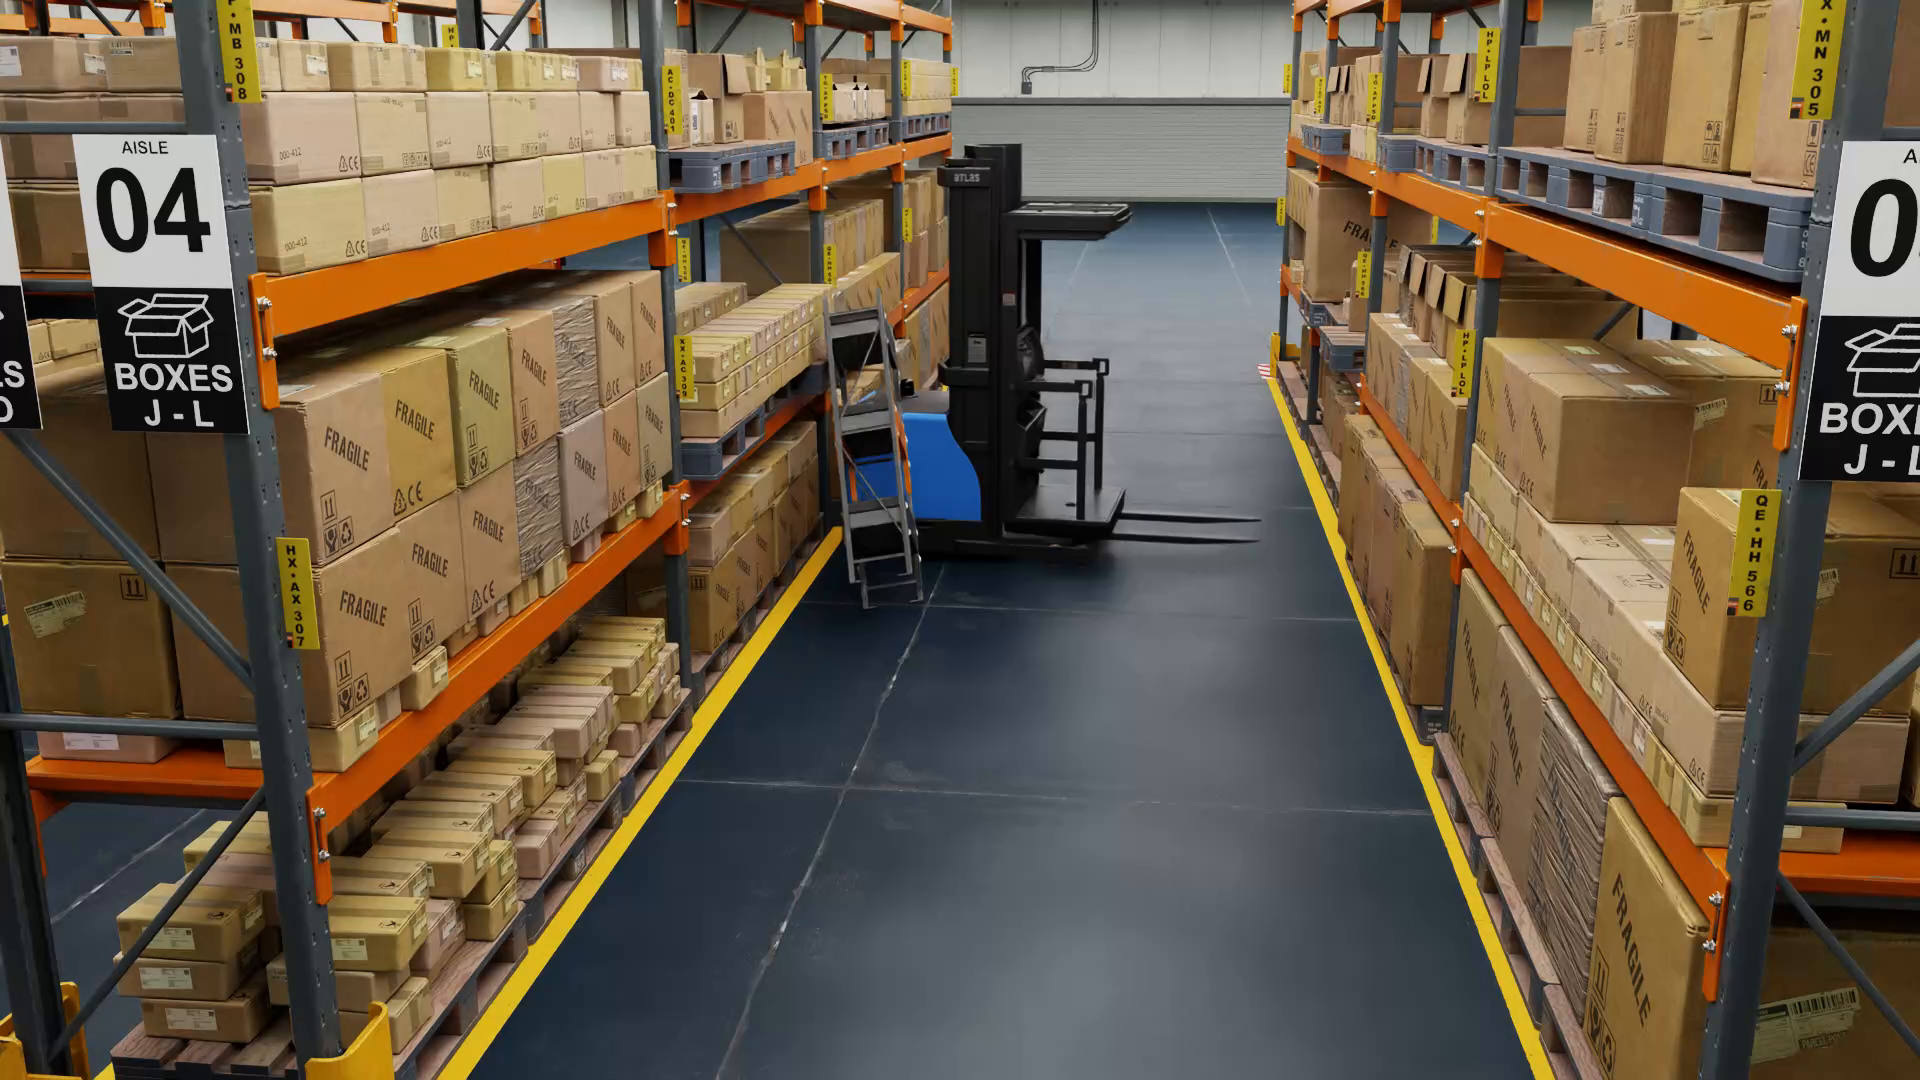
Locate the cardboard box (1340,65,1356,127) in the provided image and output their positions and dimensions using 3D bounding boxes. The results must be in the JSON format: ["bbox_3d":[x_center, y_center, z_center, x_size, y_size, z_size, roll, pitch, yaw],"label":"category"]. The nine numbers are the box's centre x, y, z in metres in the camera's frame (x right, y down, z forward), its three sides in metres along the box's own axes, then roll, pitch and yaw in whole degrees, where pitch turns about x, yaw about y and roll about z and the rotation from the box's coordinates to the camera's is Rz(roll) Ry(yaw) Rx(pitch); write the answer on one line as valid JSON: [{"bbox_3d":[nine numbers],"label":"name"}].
[{"bbox_3d":[3.603,-3.723,13.933,0.797,0.503,0.637,2,15,9],"label":"cardboard box"}]

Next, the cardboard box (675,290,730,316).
[{"bbox_3d":[-1.812,-1.641,11.523,0.380,0.149,0.250,2,15,6],"label":"cardboard box"}]

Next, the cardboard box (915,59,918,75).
[{"bbox_3d":[-0.621,-4.737,16.643,0.380,0.149,0.250,2,15,6],"label":"cardboard box"}]

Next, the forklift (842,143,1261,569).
[{"bbox_3d":[0.699,-1.357,12.067,3.031,2.935,1.130,3,15,11],"label":"forklift"}]

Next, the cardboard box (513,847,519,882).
[{"bbox_3d":[-1.992,1.335,6.636,0.380,0.149,0.250,2,15,6],"label":"cardboard box"}]

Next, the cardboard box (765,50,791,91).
[{"bbox_3d":[-1.338,-3.140,11.123,0.396,0.266,0.258,2,15,6],"label":"cardboard box"}]

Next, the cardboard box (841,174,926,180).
[{"bbox_3d":[-0.854,-3.807,18.639,0.875,0.550,0.550,2,15,6],"label":"cardboard box"}]

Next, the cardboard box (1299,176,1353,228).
[{"bbox_3d":[3.750,-3.444,16.976,0.500,0.500,0.500,2,15,6],"label":"cardboard box"}]

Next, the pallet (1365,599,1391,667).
[{"bbox_3d":[3.105,0.516,10.350,1.003,0.211,1.213,2,15,6],"label":"pallet"}]

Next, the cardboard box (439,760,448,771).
[{"bbox_3d":[-2.428,0.968,7.422,0.380,0.149,0.250,2,15,6],"label":"cardboard box"}]

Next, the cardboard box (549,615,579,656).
[{"bbox_3d":[-2.204,0.487,8.633,0.380,0.149,0.250,2,15,9],"label":"cardboard box"}]

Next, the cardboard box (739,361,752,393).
[{"bbox_3d":[-1.402,-0.931,9.464,0.380,0.149,0.250,2,15,8],"label":"cardboard box"}]

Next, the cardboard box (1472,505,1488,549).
[{"bbox_3d":[2.564,-0.054,7.597,0.380,0.149,0.250,1,15,4],"label":"cardboard box"}]

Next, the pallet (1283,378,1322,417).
[{"bbox_3d":[4.036,-1.532,17.923,1.003,0.211,1.213,2,15,6],"label":"pallet"}]

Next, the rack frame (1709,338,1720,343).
[{"bbox_3d":[9.233,-3.277,19.034,1.000,3.000,0.127,2,15,6],"label":"rack frame"}]

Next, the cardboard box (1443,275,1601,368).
[{"bbox_3d":[3.110,-1.187,9.190,0.797,0.503,0.637,2,15,7],"label":"cardboard box"}]

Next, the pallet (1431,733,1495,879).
[{"bbox_3d":[2.794,1.231,7.707,1.003,0.211,1.213,2,15,6],"label":"pallet"}]

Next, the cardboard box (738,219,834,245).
[{"bbox_3d":[-1.392,-2.299,13.309,0.700,0.500,0.500,1,15,5],"label":"cardboard box"}]

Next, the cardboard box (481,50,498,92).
[{"bbox_3d":[-1.943,-1.734,6.148,0.380,0.149,0.250,2,15,8],"label":"cardboard box"}]

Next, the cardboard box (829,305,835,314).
[{"bbox_3d":[-1.111,-1.604,11.953,0.380,0.149,0.250,2,15,7],"label":"cardboard box"}]

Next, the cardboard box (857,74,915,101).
[{"bbox_3d":[-0.723,-4.446,16.334,0.500,0.250,0.500,2,15,7],"label":"cardboard box"}]

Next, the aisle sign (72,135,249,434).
[{"bbox_3d":[-2.121,-0.673,4.422,0.394,0.787,0.004,2,15,6],"label":"aisle sign"}]

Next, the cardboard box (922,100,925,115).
[{"bbox_3d":[-0.565,-4.484,17.236,0.380,0.149,0.250,1,15,5],"label":"cardboard box"}]

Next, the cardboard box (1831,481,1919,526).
[{"bbox_3d":[2.885,0.048,5.021,0.500,0.500,0.500,1,15,5],"label":"cardboard box"}]

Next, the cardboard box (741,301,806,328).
[{"bbox_3d":[-1.227,-1.484,10.939,0.380,0.149,0.250,2,15,6],"label":"cardboard box"}]

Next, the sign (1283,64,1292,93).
[{"bbox_3d":[3.772,-5.309,19.127,0.100,0.325,0.005,2,15,6],"label":"sign"}]

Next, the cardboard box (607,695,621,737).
[{"bbox_3d":[-1.836,0.841,7.893,0.380,0.149,0.250,2,15,7],"label":"cardboard box"}]

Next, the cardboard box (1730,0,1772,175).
[{"bbox_3d":[2.695,-1.299,4.786,0.700,0.500,0.500,1,15,4],"label":"cardboard box"}]

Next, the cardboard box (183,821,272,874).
[{"bbox_3d":[-2.614,1.162,6.136,0.380,0.149,0.250,1,15,5],"label":"cardboard box"}]

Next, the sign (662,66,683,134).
[{"bbox_3d":[-1.419,-2.166,8.190,0.100,0.325,0.005,2,15,6],"label":"sign"}]

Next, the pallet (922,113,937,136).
[{"bbox_3d":[-0.814,-4.490,17.945,1.003,0.211,1.213,2,15,6],"label":"pallet"}]

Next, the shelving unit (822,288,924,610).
[{"bbox_3d":[-0.586,-0.623,11.089,0.431,2.100,0.503,-9,-23,4],"label":"shelving unit"}]

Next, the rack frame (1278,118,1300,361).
[{"bbox_3d":[4.312,-3.423,19.574,1.000,3.000,0.127,2,15,6],"label":"rack frame"}]

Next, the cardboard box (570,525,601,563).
[{"bbox_3d":[-1.824,-0.006,7.417,0.380,0.149,0.250,1,15,4],"label":"cardboard box"}]

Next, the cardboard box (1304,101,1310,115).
[{"bbox_3d":[3.870,-4.590,17.667,0.380,0.149,0.250,1,15,4],"label":"cardboard box"}]

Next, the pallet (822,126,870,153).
[{"bbox_3d":[-1.365,-3.336,13.867,1.003,0.211,1.213,2,15,9],"label":"pallet"}]

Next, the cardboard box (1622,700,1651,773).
[{"bbox_3d":[2.276,0.613,5.129,0.380,0.149,0.250,2,15,6],"label":"cardboard box"}]

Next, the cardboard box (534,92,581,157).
[{"bbox_3d":[-1.883,-1.703,6.795,0.500,0.250,0.500,2,15,9],"label":"cardboard box"}]

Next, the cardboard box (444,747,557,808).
[{"bbox_3d":[-1.885,0.973,6.834,0.380,0.149,0.250,2,15,7],"label":"cardboard box"}]

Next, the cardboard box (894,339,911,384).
[{"bbox_3d":[-1.037,-1.511,16.008,1.050,0.750,0.750,2,15,6],"label":"cardboard box"}]

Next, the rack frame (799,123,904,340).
[{"bbox_3d":[-1.057,-2.558,16.374,1.000,3.000,0.127,2,15,6],"label":"rack frame"}]

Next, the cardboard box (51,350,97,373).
[{"bbox_3d":[-6.352,-1.166,11.513,0.500,0.250,0.500,2,15,6],"label":"cardboard box"}]

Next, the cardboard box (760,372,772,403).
[{"bbox_3d":[-1.343,-0.921,9.997,0.380,0.149,0.250,1,15,4],"label":"cardboard box"}]

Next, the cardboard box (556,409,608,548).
[{"bbox_3d":[-1.850,-0.277,7.180,0.500,0.500,0.500,2,15,6],"label":"cardboard box"}]

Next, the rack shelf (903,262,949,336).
[{"bbox_3d":[-0.831,-2.729,18.387,1.077,0.370,4.000,2,15,6],"label":"rack shelf"}]

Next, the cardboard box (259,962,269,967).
[{"bbox_3d":[-2.630,1.516,5.967,0.380,0.149,0.250,2,15,8],"label":"cardboard box"}]

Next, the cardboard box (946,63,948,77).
[{"bbox_3d":[-0.336,-5.396,19.081,0.380,0.149,0.250,2,15,7],"label":"cardboard box"}]

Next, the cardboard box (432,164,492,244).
[{"bbox_3d":[-1.997,-1.200,5.895,0.500,0.250,0.500,1,15,4],"label":"cardboard box"}]

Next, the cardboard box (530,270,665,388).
[{"bbox_3d":[-1.744,-1.027,8.038,0.500,0.500,0.500,1,15,4],"label":"cardboard box"}]

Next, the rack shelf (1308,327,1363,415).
[{"bbox_3d":[3.635,-1.519,13.913,1.077,0.370,4.000,2,15,6],"label":"rack shelf"}]

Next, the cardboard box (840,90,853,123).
[{"bbox_3d":[-1.151,-3.458,13.249,0.500,0.250,0.500,2,15,8],"label":"cardboard box"}]

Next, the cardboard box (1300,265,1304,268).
[{"bbox_3d":[3.908,-2.910,18.160,0.380,0.149,0.250,2,15,6],"label":"cardboard box"}]

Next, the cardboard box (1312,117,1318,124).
[{"bbox_3d":[3.722,-4.022,16.331,0.500,0.250,0.500,2,15,8],"label":"cardboard box"}]

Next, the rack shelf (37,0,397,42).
[{"bbox_3d":[-6.212,-4.514,14.261,1.077,0.370,4.000,2,15,6],"label":"rack shelf"}]

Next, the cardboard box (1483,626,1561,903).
[{"bbox_3d":[2.702,0.915,6.799,0.875,0.875,0.875,2,15,6],"label":"cardboard box"}]

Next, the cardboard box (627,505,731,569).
[{"bbox_3d":[-1.613,-0.025,9.555,0.500,0.250,0.500,1,15,4],"label":"cardboard box"}]

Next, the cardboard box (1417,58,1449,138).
[{"bbox_3d":[3.412,-2.888,10.848,0.797,0.503,0.637,3,15,10],"label":"cardboard box"}]

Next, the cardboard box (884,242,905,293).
[{"bbox_3d":[-1.027,-2.726,16.710,0.875,0.550,0.550,2,15,6],"label":"cardboard box"}]
